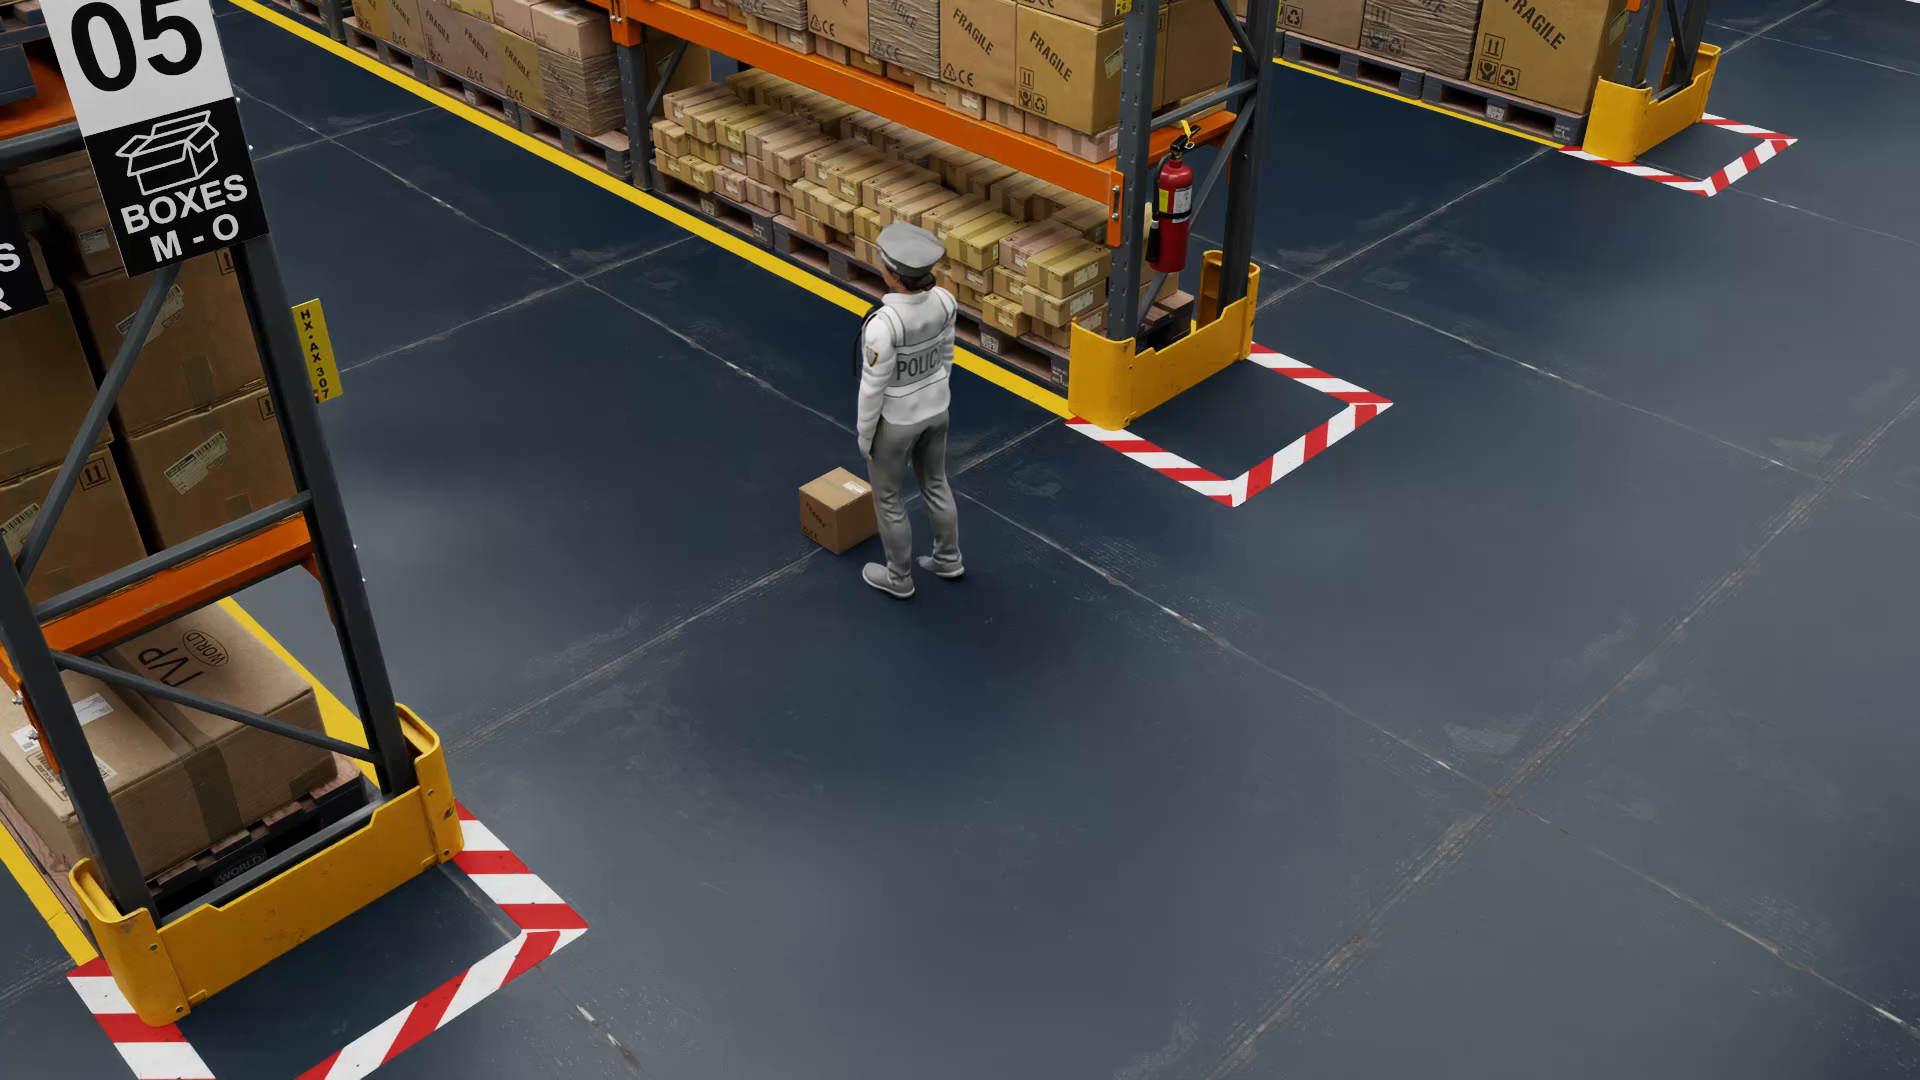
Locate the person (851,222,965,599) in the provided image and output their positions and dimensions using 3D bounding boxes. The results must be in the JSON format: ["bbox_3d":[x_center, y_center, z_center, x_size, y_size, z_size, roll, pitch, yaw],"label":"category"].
[{"bbox_3d":[-0.228,-0.490,6.850,0.468,1.723,0.347,-29,45,-34],"label":"person"}]
